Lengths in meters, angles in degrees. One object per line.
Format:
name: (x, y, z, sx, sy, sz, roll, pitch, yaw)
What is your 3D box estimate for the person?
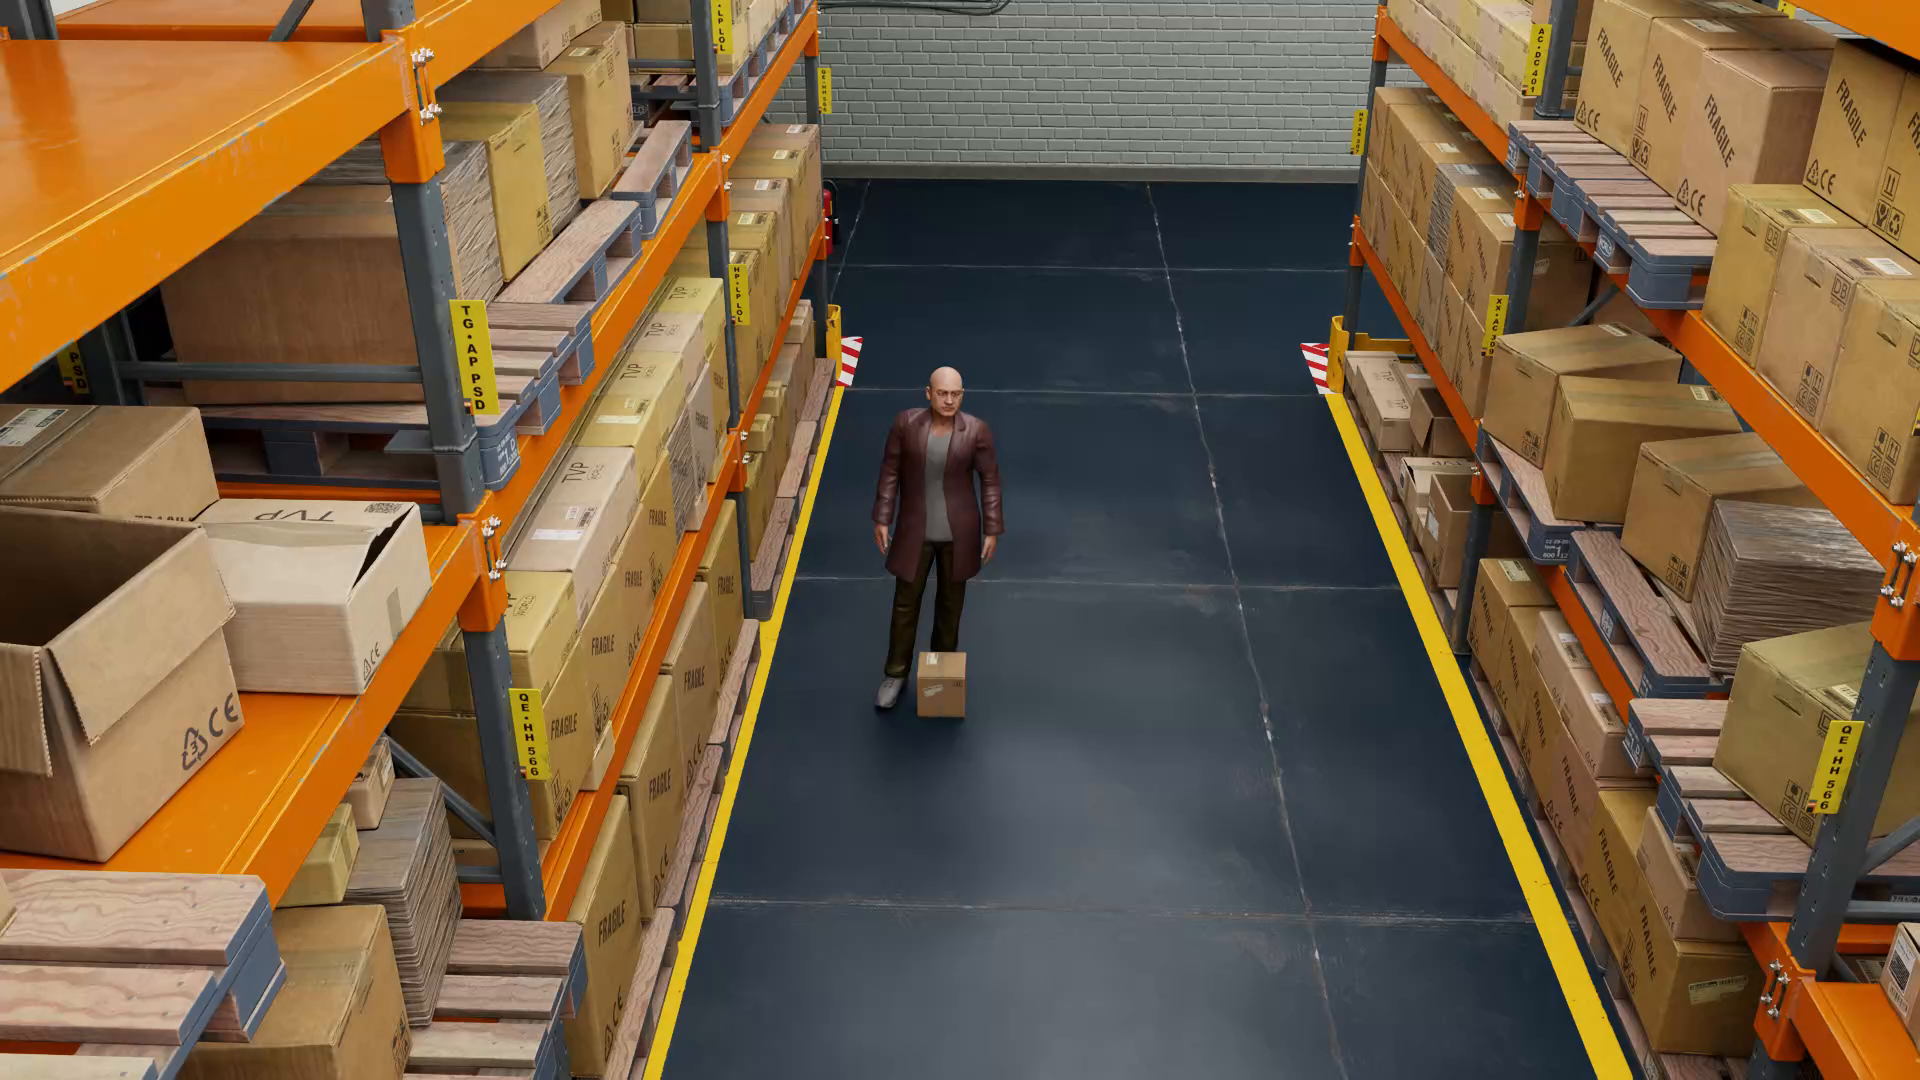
person: (-0.119, -0.004, 8.624, 0.697, 1.776, 0.582, 1, 28, 2)
